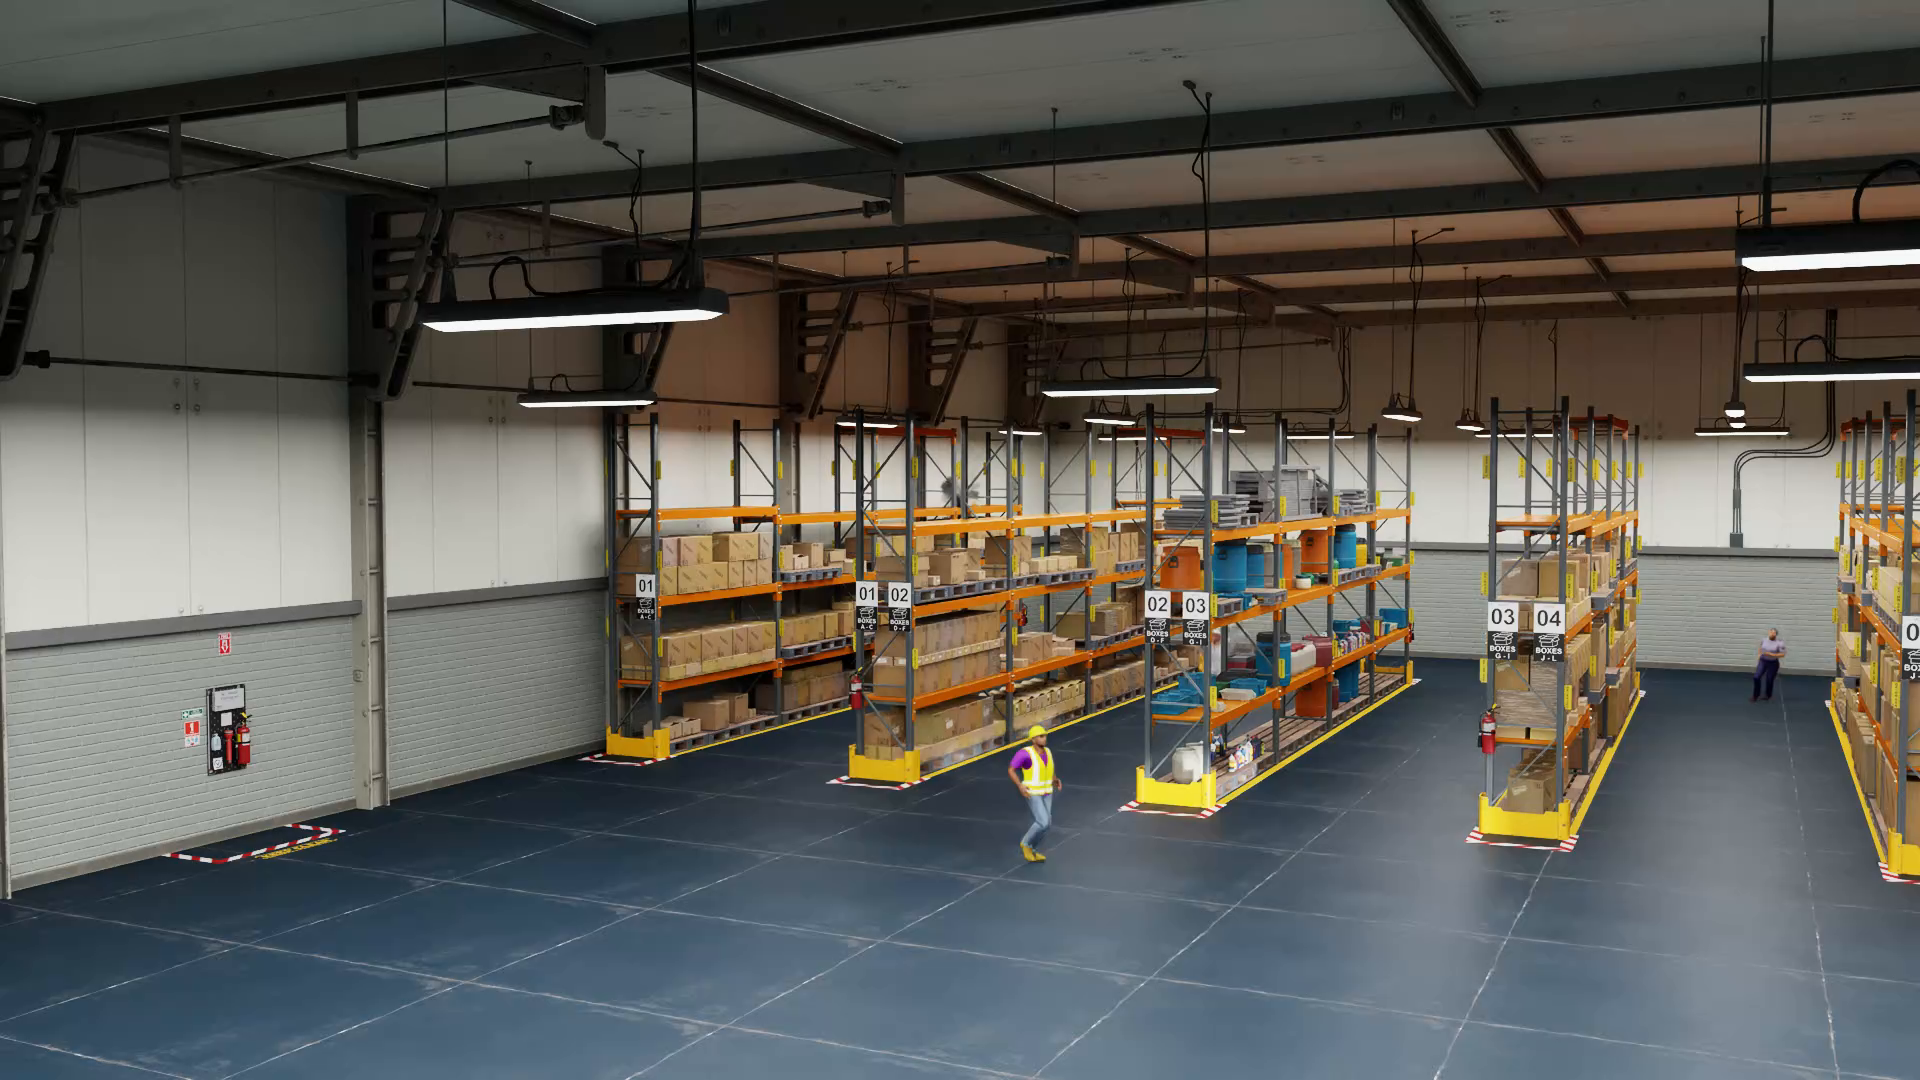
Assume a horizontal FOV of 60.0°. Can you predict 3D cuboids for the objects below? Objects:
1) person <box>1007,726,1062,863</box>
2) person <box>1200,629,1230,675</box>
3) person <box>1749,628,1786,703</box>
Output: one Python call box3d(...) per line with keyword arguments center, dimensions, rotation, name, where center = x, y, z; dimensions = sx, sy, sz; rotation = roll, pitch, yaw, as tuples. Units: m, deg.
box3d(center=(1.013, 3.243, 21.178), dimensions=(0.679, 1.749, 0.533), rotation=(-2, 3, -42), name="person")
box3d(center=(5.142, 2.699, 33.716), dimensions=(0.632, 1.801, 0.721), rotation=(1, 2, 15), name="person")
box3d(center=(17.432, 2.709, 35.757), dimensions=(0.705, 1.670, 0.674), rotation=(-2, 3, -44), name="person")
